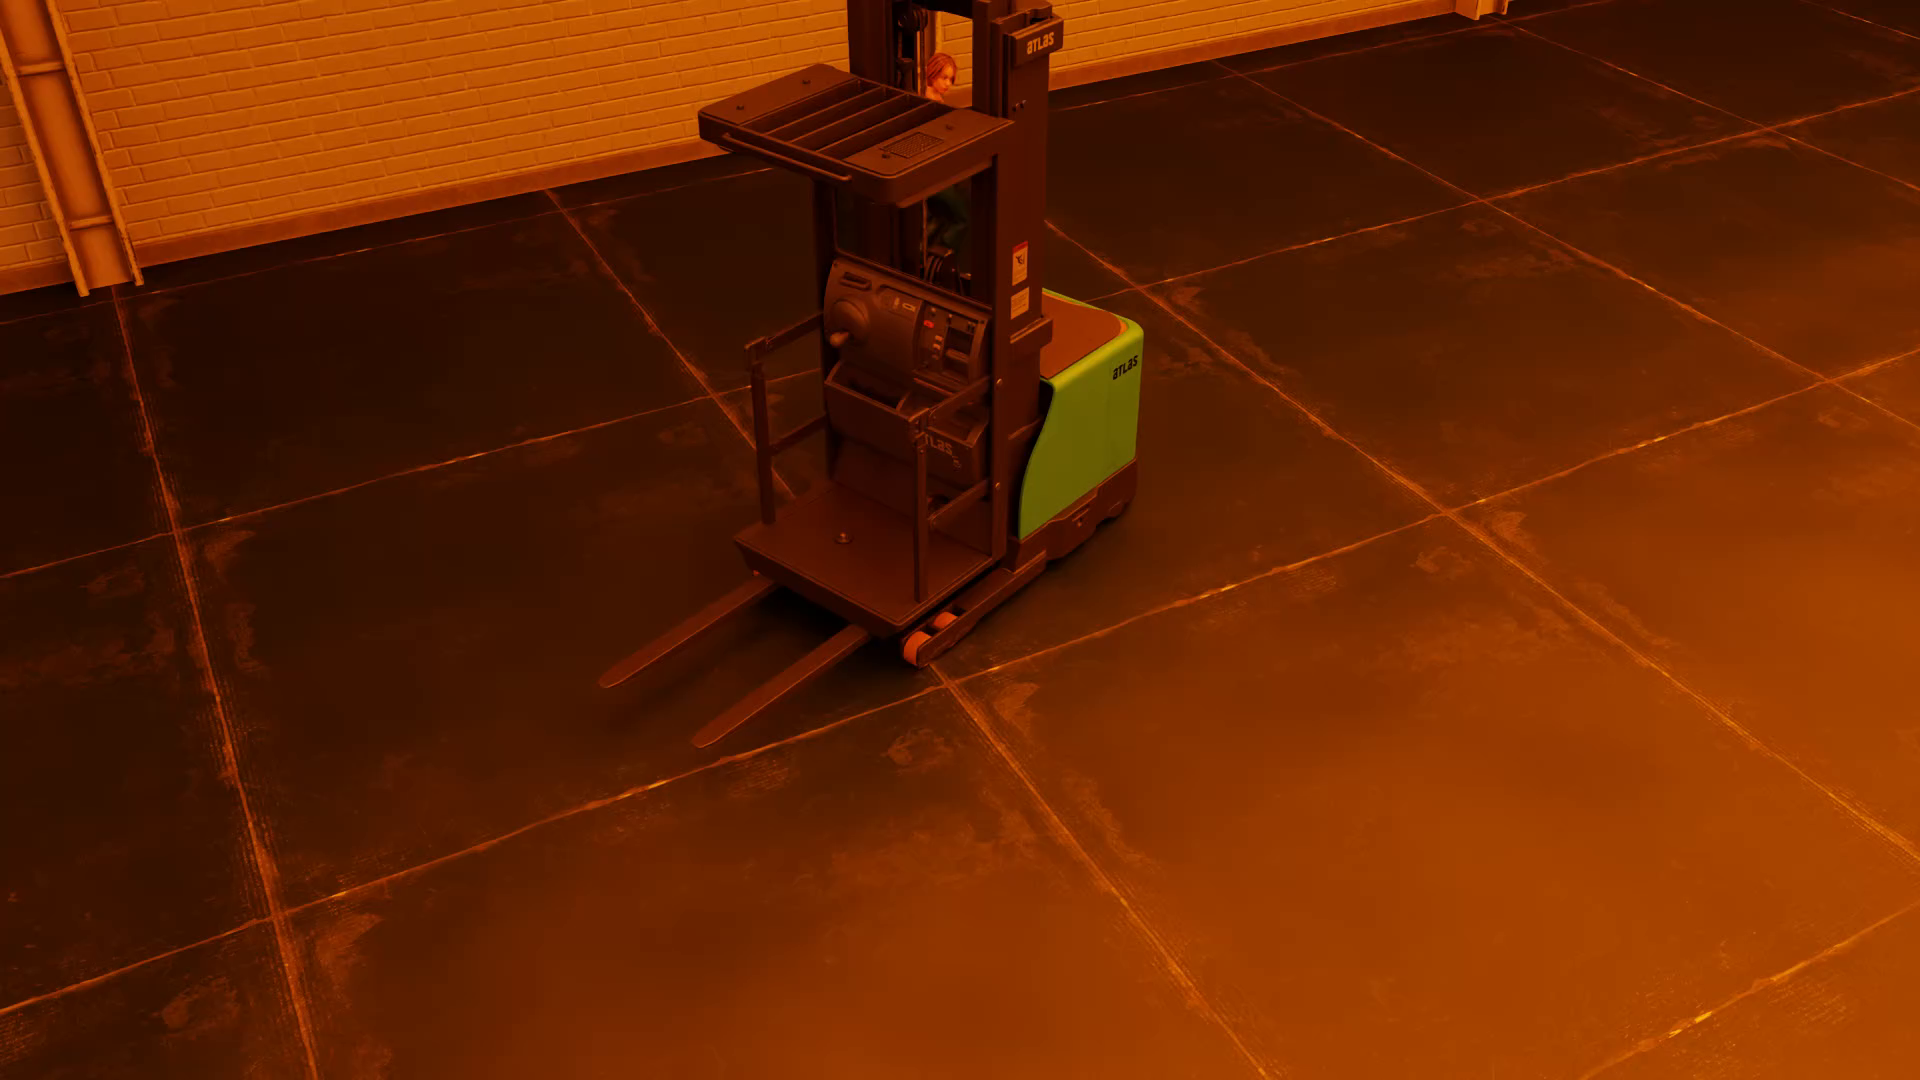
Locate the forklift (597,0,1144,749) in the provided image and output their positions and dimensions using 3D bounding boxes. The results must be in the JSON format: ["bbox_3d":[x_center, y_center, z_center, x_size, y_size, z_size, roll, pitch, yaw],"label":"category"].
[{"bbox_3d":[-0.390,-0.927,7.434,1.130,2.935,3.031,26,43,31],"label":"forklift"}]

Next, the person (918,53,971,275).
[{"bbox_3d":[-0.123,-2.350,10.685,0.509,1.545,0.660,-11,37,-15],"label":"person"}]
